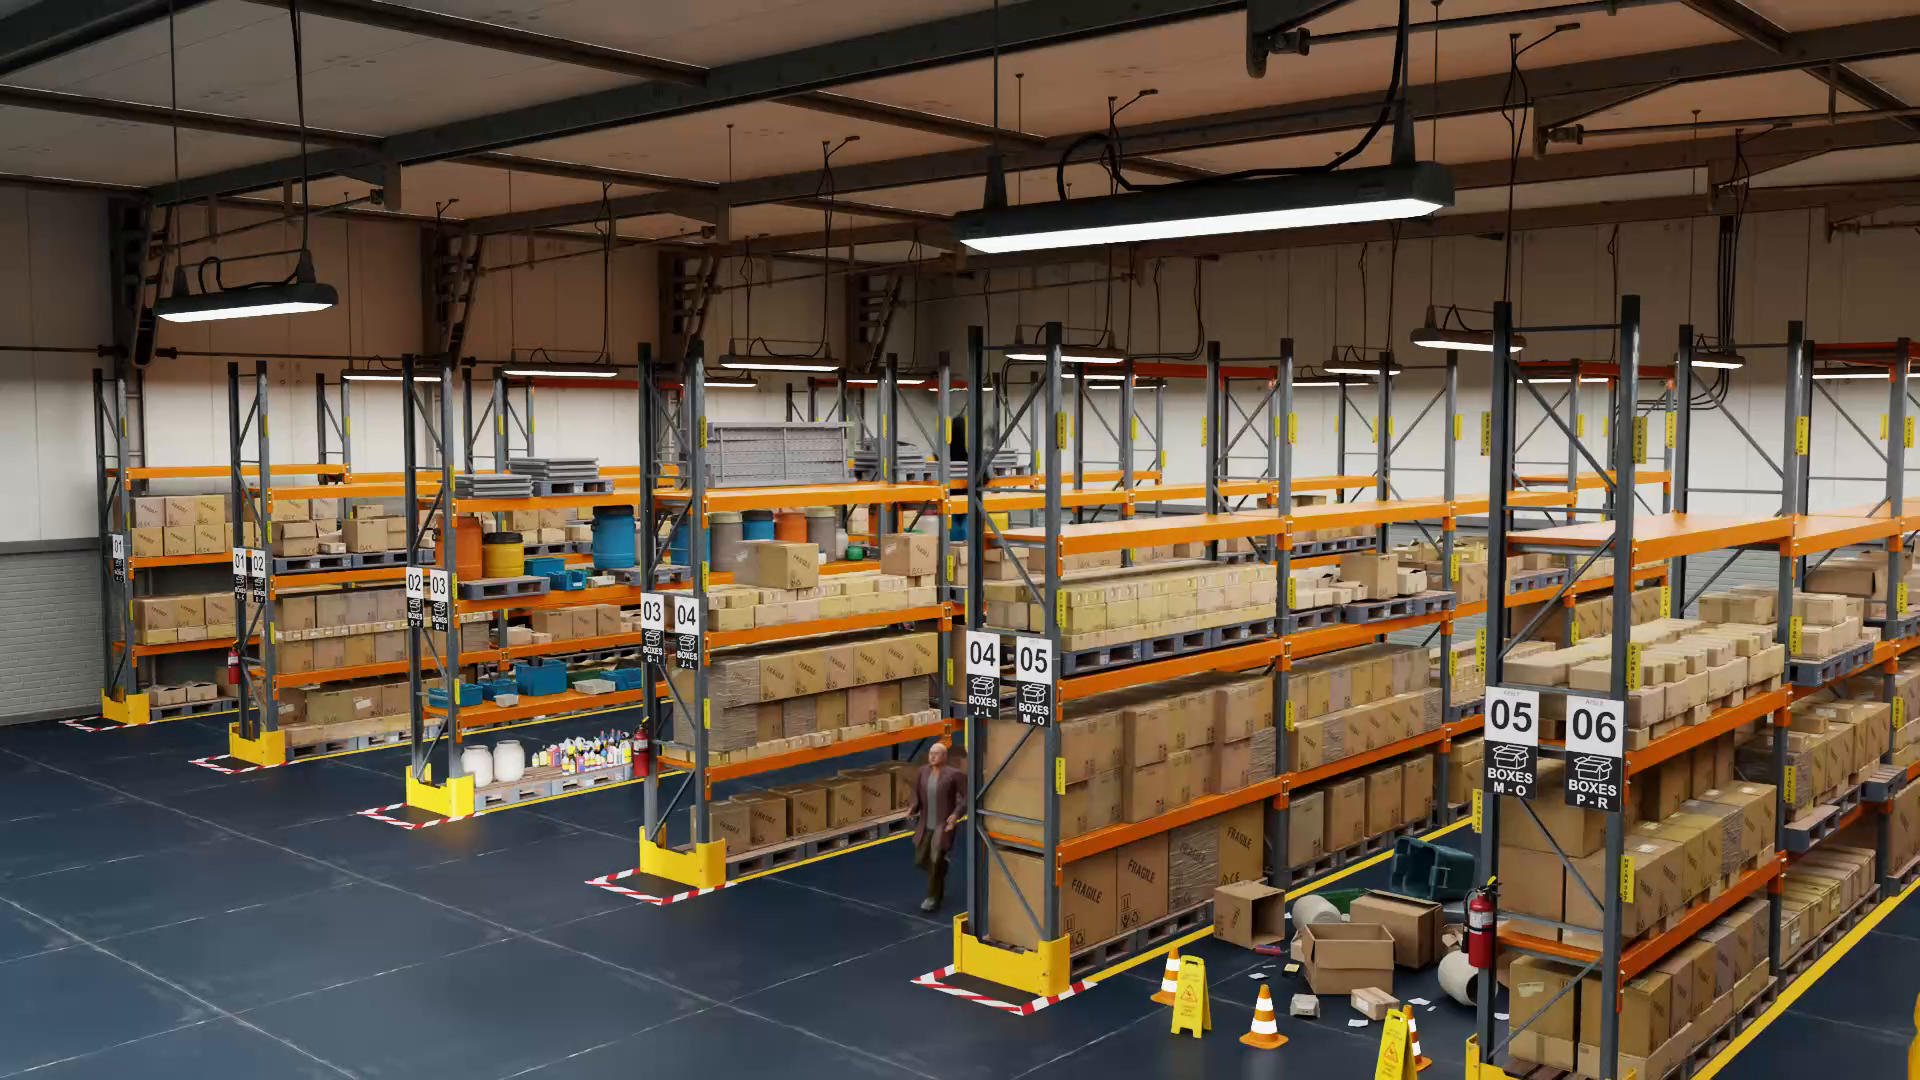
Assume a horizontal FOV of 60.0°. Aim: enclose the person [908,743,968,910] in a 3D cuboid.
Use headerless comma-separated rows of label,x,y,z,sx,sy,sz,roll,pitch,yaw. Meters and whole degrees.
person,-0.215,3.000,17.560,0.718,1.741,0.736,2,5,28
